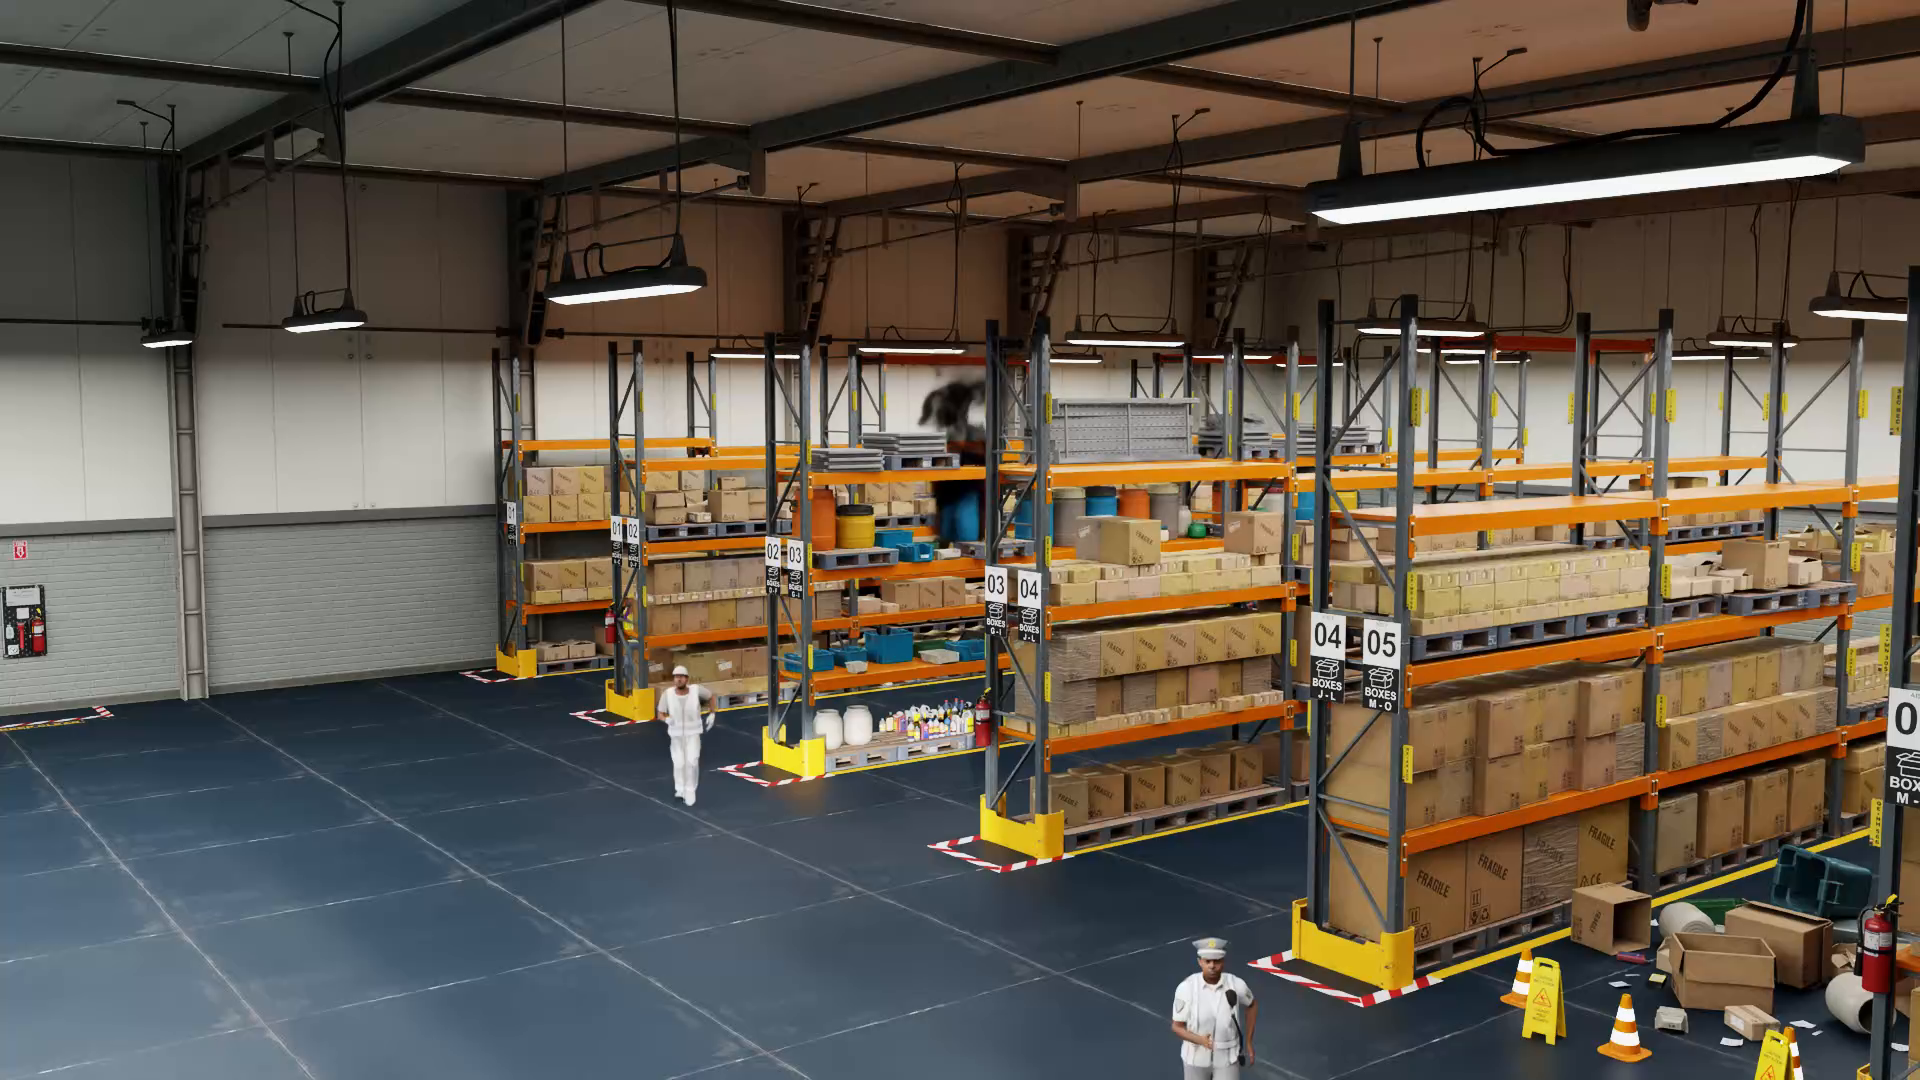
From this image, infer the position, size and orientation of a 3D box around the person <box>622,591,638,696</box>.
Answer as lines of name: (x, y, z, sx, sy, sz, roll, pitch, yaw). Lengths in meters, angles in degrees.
person: (-5.590, 1.777, 28.450, 0.766, 1.820, 0.682, -5, 7, -43)

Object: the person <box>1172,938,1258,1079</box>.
person: (1.633, 3.390, 10.689, 0.541, 1.735, 0.718, 1, 5, 11)

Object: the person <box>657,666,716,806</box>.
person: (-3.429, 2.443, 20.826, 0.696, 1.762, 0.860, 0, 5, -1)
